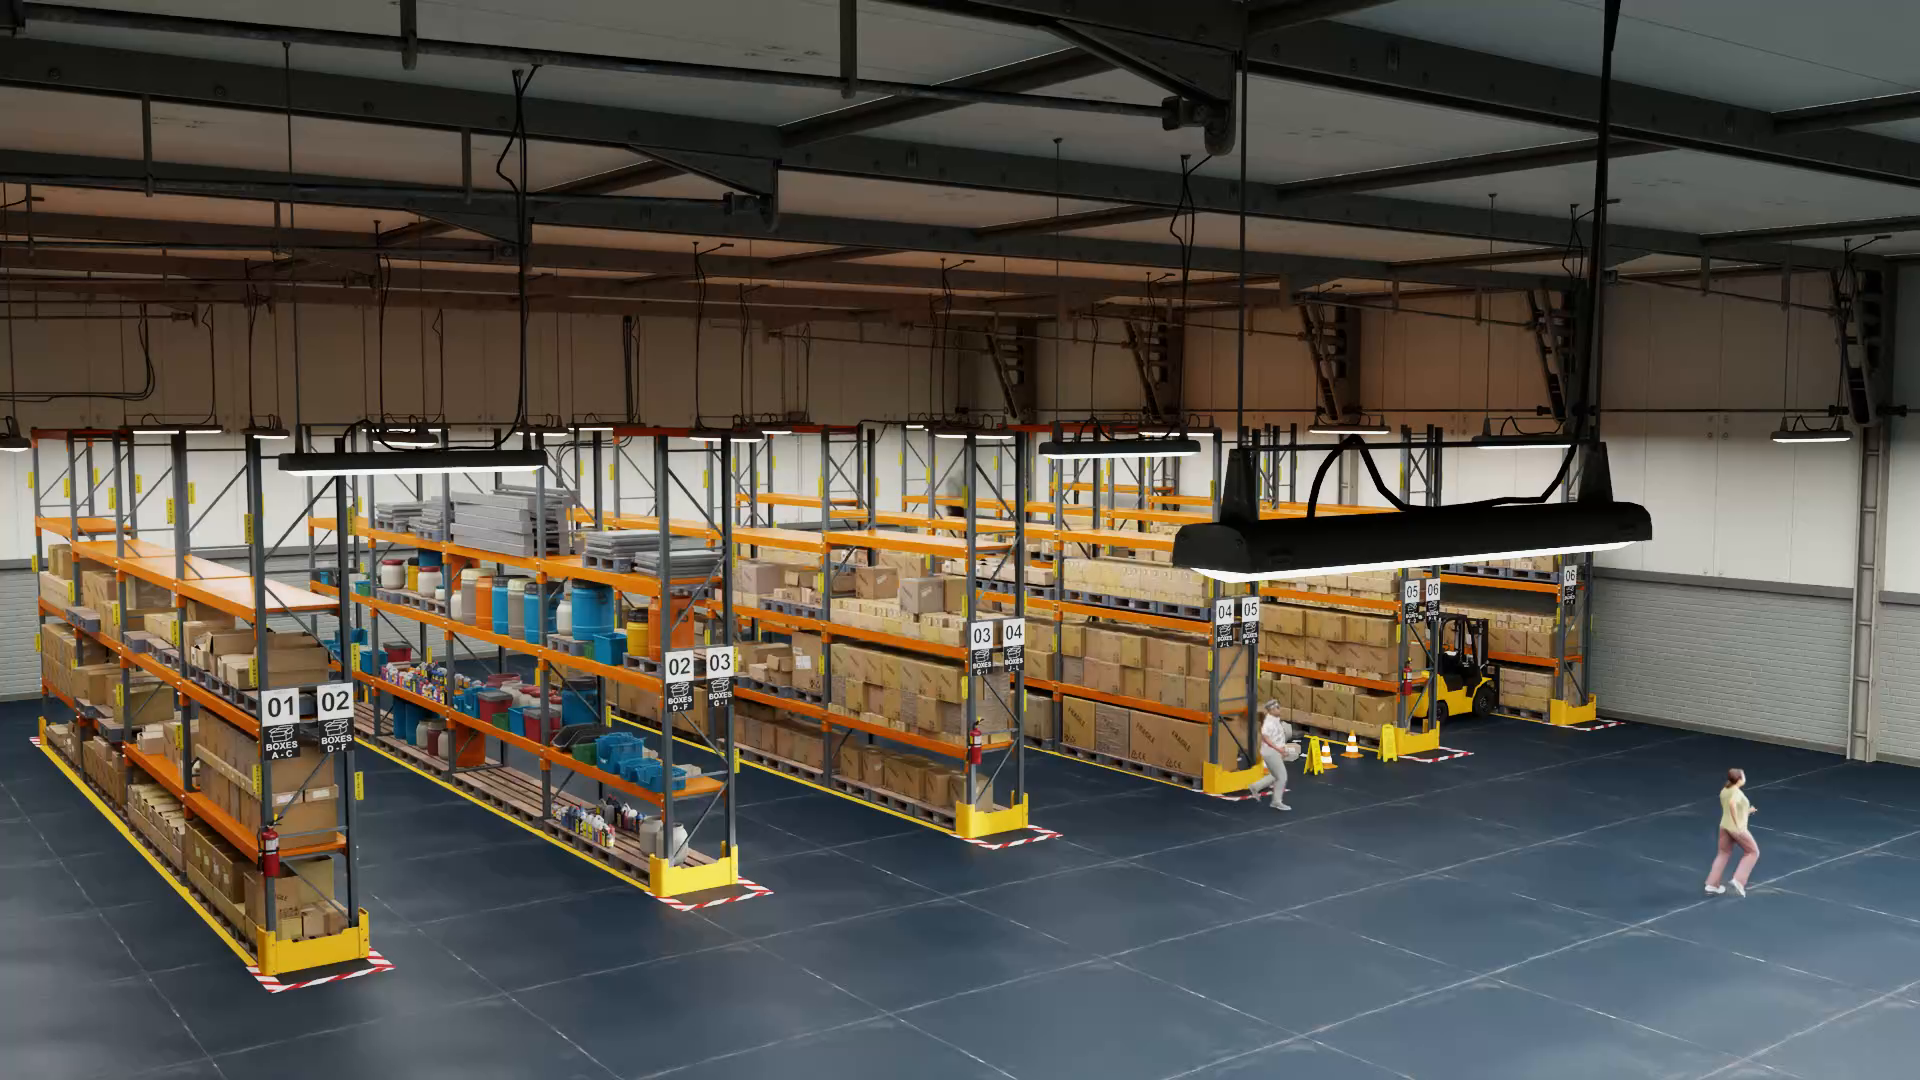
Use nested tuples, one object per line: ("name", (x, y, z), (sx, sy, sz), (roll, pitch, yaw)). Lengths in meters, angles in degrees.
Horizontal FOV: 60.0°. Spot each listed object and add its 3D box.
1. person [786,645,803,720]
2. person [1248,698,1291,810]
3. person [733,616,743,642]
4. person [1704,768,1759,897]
("person", (-3.263, 2.870, 33.050), (0.575, 1.684, 0.922), (-4, 6, -41))
("person", (4.922, 3.395, 26.426), (0.683, 1.775, 0.699), (1, 5, 10))
("person", (-5.201, 2.542, 37.848), (0.616, 1.658, 0.543), (-3, 6, -36))
("person", (10.050, 3.801, 21.606), (0.773, 1.687, 0.541), (-1, 5, -16))
